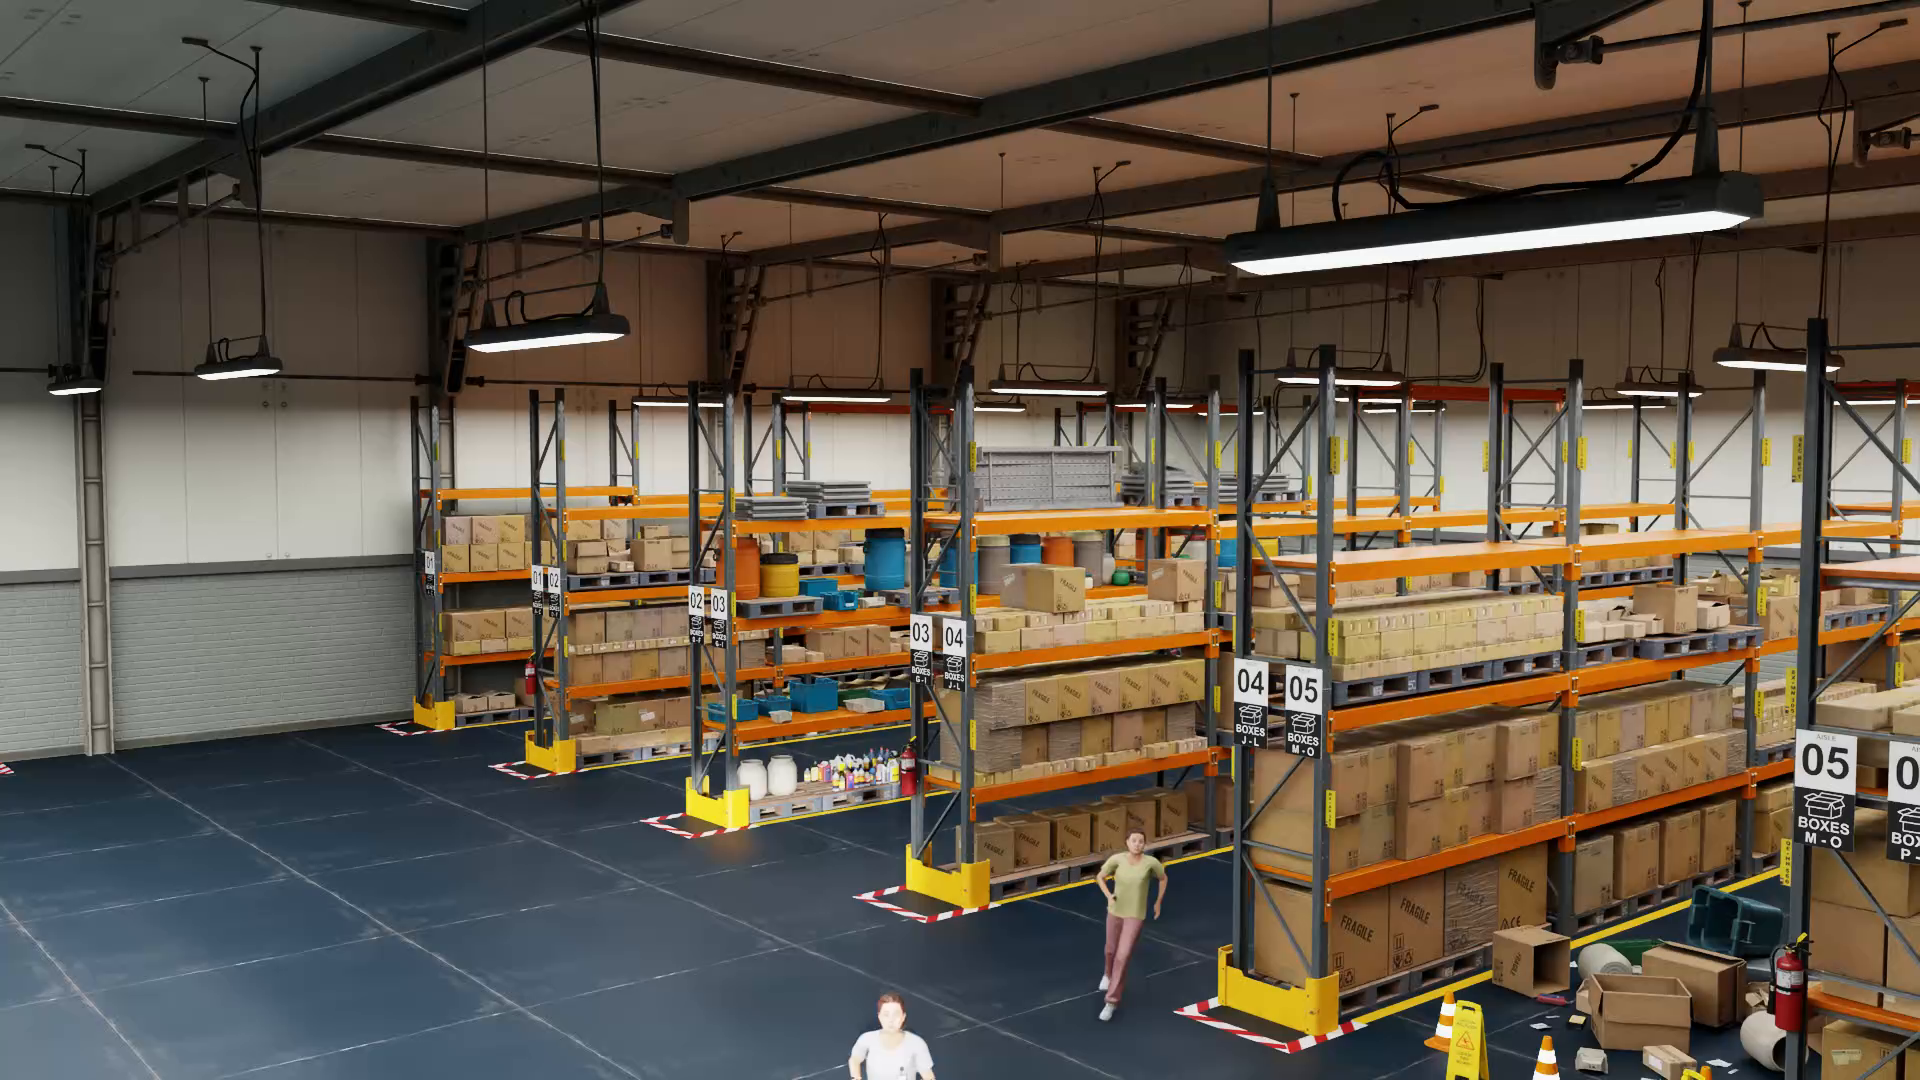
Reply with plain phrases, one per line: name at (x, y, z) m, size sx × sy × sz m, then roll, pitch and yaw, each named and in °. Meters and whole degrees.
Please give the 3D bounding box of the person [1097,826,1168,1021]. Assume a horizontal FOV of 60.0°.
person at (1.535, 3.433, 15.145) m, size 0.643 × 1.658 × 0.940 m, roll 1°, pitch 4°, yaw 17°

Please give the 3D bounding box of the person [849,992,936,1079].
person at (-0.439, 3.714, 10.654) m, size 0.567 × 1.669 × 0.879 m, roll 0°, pitch 3°, yaw 1°
